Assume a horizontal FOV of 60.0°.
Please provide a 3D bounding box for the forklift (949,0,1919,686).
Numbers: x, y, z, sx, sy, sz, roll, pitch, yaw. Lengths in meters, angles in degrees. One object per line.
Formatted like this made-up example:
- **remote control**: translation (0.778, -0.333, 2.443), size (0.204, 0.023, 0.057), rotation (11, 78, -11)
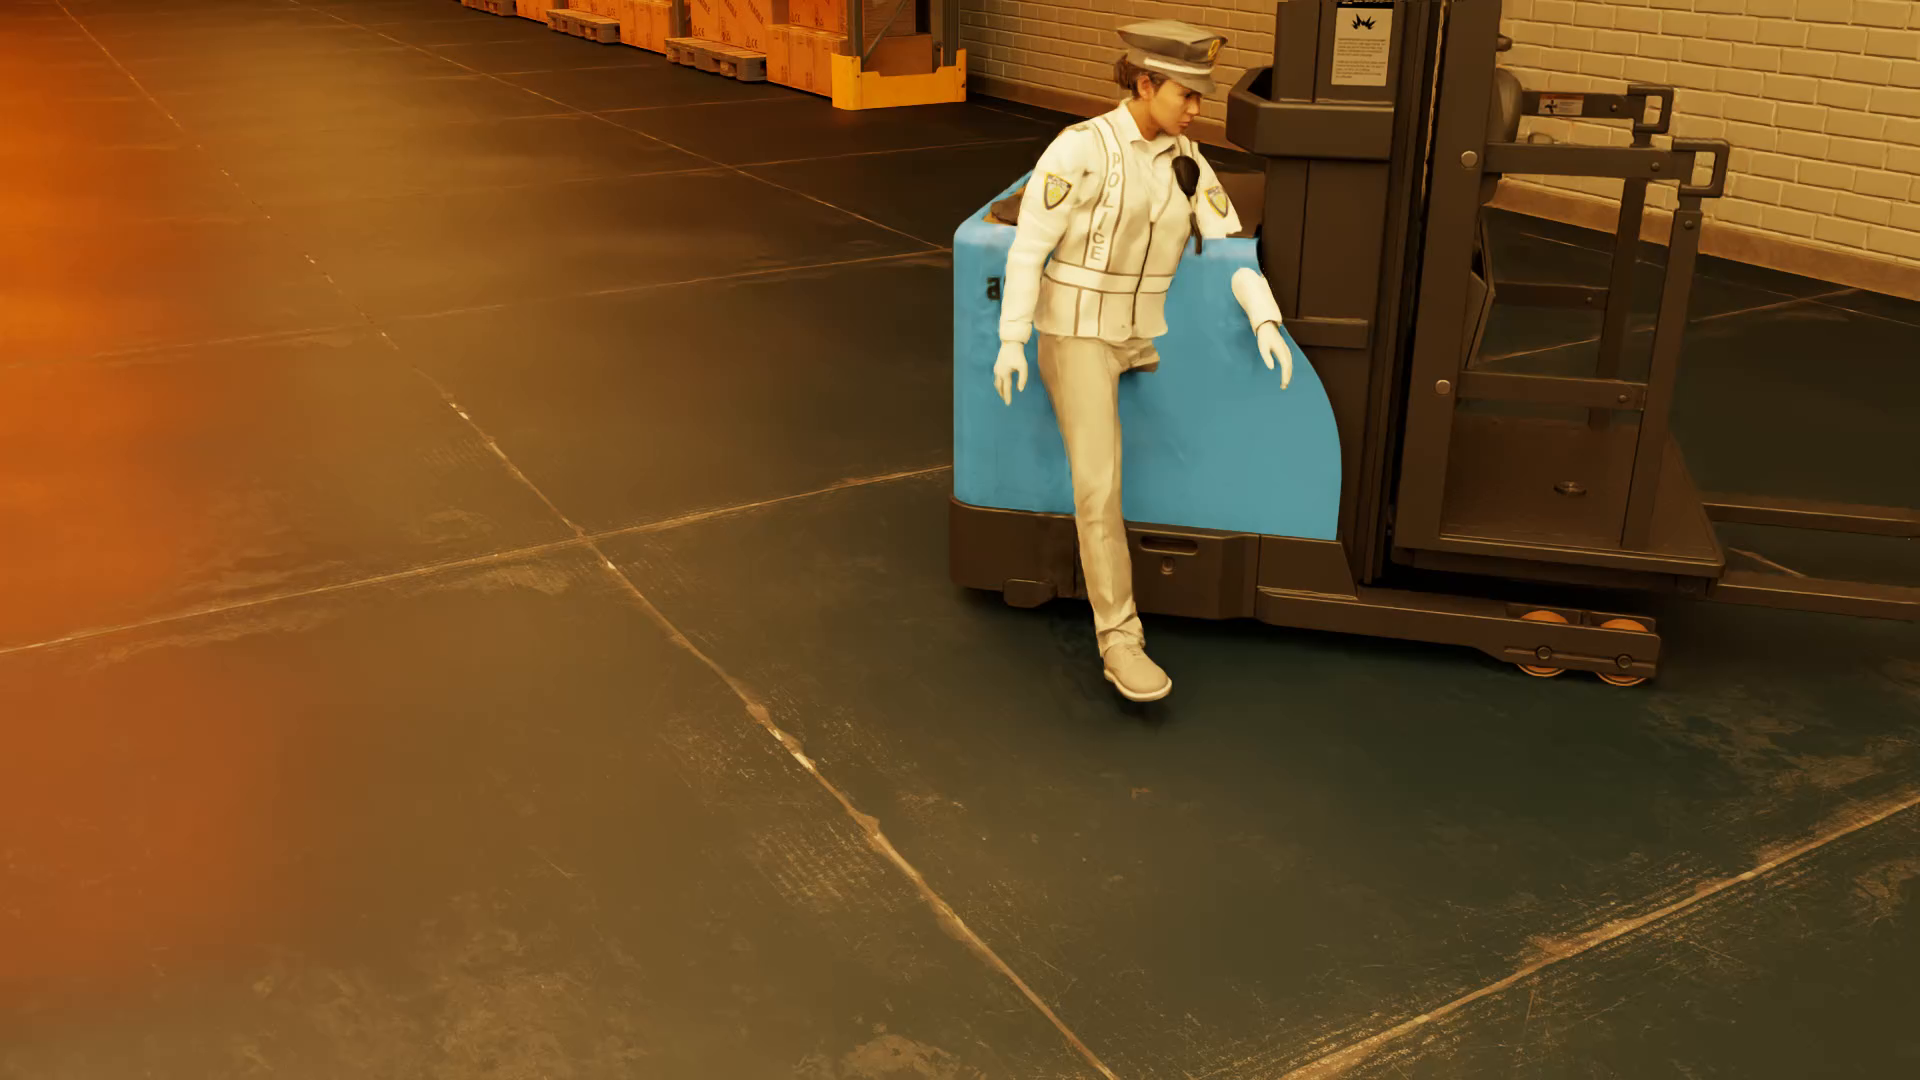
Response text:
- **forklift**: translation (1.543, -1.208, 4.218), size (3.031, 2.935, 1.130), rotation (6, 23, 14)

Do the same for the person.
- **person**: translation (0.477, -0.467, 4.161), size (0.729, 1.575, 0.841), rotation (-13, 26, -29)
